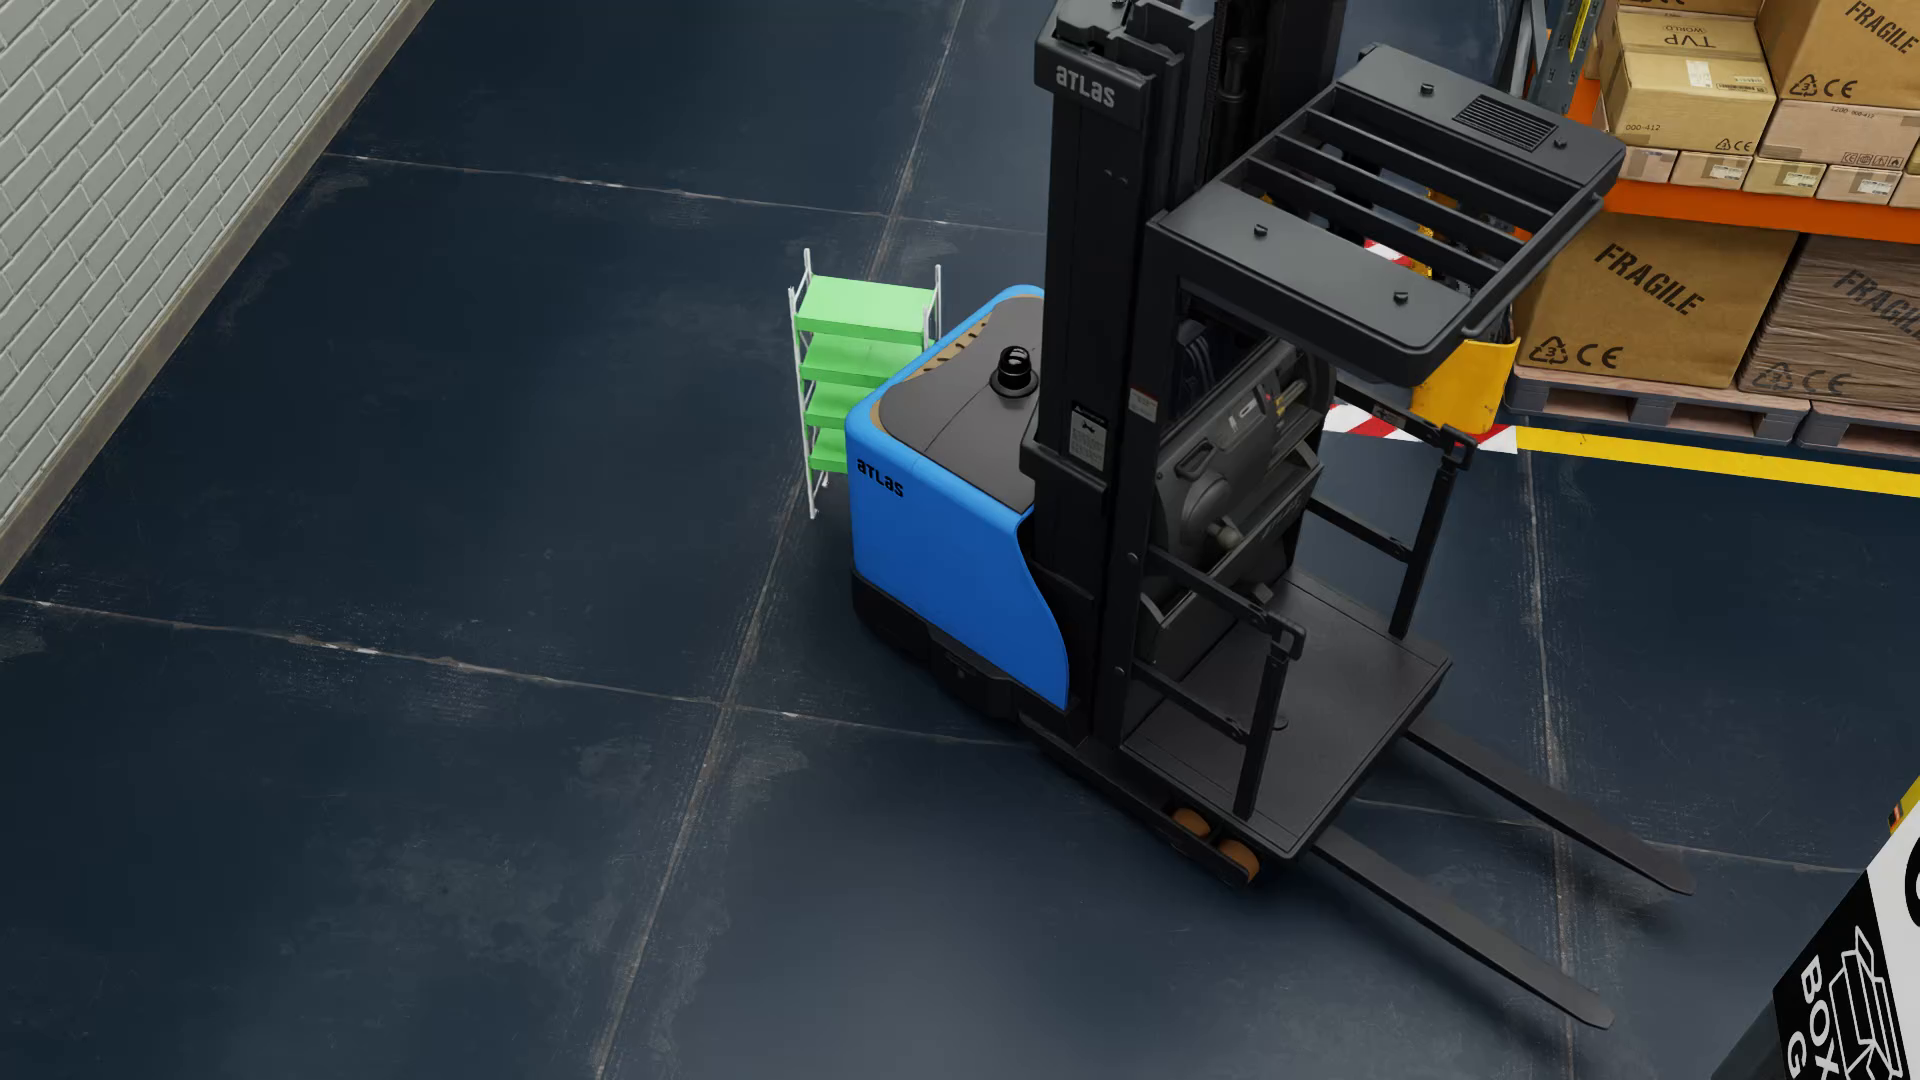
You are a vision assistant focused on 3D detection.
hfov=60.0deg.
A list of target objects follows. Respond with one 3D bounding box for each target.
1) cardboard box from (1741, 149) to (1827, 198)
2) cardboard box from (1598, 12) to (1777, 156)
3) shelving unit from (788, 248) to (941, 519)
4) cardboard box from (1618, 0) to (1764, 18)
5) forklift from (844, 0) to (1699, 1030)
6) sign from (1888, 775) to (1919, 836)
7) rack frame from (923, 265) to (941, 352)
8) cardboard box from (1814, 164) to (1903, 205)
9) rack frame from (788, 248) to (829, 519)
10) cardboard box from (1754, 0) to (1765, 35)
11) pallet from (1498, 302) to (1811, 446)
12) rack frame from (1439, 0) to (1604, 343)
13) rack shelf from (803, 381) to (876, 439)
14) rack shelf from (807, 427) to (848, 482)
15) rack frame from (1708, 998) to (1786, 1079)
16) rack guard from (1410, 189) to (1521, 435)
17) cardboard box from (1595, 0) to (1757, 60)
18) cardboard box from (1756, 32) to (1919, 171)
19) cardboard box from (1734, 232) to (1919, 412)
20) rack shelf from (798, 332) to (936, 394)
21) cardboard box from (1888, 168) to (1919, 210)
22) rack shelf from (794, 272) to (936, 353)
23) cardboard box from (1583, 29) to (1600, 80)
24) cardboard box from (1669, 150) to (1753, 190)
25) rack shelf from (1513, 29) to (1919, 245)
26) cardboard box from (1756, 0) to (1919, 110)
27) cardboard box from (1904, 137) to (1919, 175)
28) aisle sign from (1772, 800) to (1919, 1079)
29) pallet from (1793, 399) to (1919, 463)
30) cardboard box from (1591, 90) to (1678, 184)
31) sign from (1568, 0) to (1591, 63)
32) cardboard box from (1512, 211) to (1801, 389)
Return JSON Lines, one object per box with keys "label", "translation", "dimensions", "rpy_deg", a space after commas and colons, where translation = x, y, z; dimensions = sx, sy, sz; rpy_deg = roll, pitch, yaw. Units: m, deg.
{"label": "cardboard box", "translation": [3.032, -1.454, 6.180], "dimensions": [0.250, 0.149, 0.380], "rpy_deg": [7, 48, 6]}
{"label": "cardboard box", "translation": [2.661, -1.681, 6.116], "dimensions": [0.500, 0.250, 0.500], "rpy_deg": [7, 48, 6]}
{"label": "shelving unit", "translation": [-0.340, -0.539, 6.400], "dimensions": [0.503, 1.200, 0.258], "rpy_deg": [8, 49, 7]}
{"label": "cardboard box", "translation": [2.762, -2.320, 6.187], "dimensions": [0.500, 0.500, 0.500], "rpy_deg": [8, 49, 7]}
{"label": "forklift", "translation": [1.038, -0.250, 4.976], "dimensions": [3.031, 2.935, 1.130], "rpy_deg": [32, 56, 26]}
{"label": "sign", "translation": [1.437, 0.361, 2.435], "dimensions": [0.005, 0.325, 0.100], "rpy_deg": [8, 49, 7]}
{"label": "rack frame", "translation": [-0.101, -0.504, 6.368], "dimensions": [0.015, 1.200, 0.240], "rpy_deg": [8, 49, 7]}
{"label": "cardboard box", "translation": [3.288, -1.420, 6.150], "dimensions": [0.250, 0.149, 0.380], "rpy_deg": [7, 48, 6]}
{"label": "rack frame", "translation": [-0.580, -0.574, 6.431], "dimensions": [0.015, 1.200, 0.240], "rpy_deg": [8, 49, 7]}
{"label": "cardboard box", "translation": [3.259, -2.004, 6.407], "dimensions": [0.500, 0.250, 0.500], "rpy_deg": [7, 48, 6]}
{"label": "pallet", "translation": [3.037, -0.912, 7.400], "dimensions": [1.213, 0.211, 1.003], "rpy_deg": [8, 49, 7]}
{"label": "rack frame", "translation": [2.236, -1.893, 6.406], "dimensions": [0.127, 3.000, 1.000], "rpy_deg": [8, 49, 7]}
{"label": "rack shelf", "translation": [-0.340, -0.496, 6.447], "dimensions": [0.480, 0.148, 0.258], "rpy_deg": [8, 49, 7]}
{"label": "rack shelf", "translation": [-0.340, -0.336, 6.626], "dimensions": [0.480, 0.148, 0.258], "rpy_deg": [8, 49, 7]}
{"label": "rack frame", "translation": [1.356, 1.731, 3.150], "dimensions": [0.053, 2.616, 0.949], "rpy_deg": [8, 49, 7]}
{"label": "rack guard", "translation": [2.213, -1.060, 7.339], "dimensions": [0.348, 0.500, 1.175], "rpy_deg": [8, 49, 7]}
{"label": "cardboard box", "translation": [2.760, -2.072, 6.468], "dimensions": [0.500, 0.250, 0.500], "rpy_deg": [7, 48, 6]}
{"label": "cardboard box", "translation": [3.173, -1.617, 6.059], "dimensions": [0.500, 0.250, 0.500], "rpy_deg": [7, 48, 6]}
{"label": "cardboard box", "translation": [3.776, -1.176, 6.908], "dimensions": [0.875, 0.875, 0.875], "rpy_deg": [8, 49, 7]}
{"label": "rack shelf", "translation": [-0.340, -0.657, 6.269], "dimensions": [0.480, 0.148, 0.258], "rpy_deg": [8, 49, 7]}
{"label": "cardboard box", "translation": [3.538, -1.385, 6.119], "dimensions": [0.250, 0.149, 0.380], "rpy_deg": [7, 48, 6]}
{"label": "rack shelf", "translation": [-0.340, -0.817, 6.090], "dimensions": [0.480, 0.148, 0.258], "rpy_deg": [8, 49, 7]}
{"label": "cardboard box", "translation": [2.645, -2.002, 6.674], "dimensions": [0.250, 0.149, 0.380], "rpy_deg": [9, 49, 8]}
{"label": "cardboard box", "translation": [2.780, -1.487, 6.211], "dimensions": [0.250, 0.149, 0.380], "rpy_deg": [7, 48, 6]}
{"label": "rack shelf", "translation": [4.204, -1.387, 6.436], "dimensions": [4.000, 0.370, 1.077], "rpy_deg": [8, 49, 7]}
{"label": "cardboard box", "translation": [3.153, -1.865, 5.778], "dimensions": [0.500, 0.500, 0.500], "rpy_deg": [7, 48, 6]}
{"label": "cardboard box", "translation": [3.667, -1.548, 5.997], "dimensions": [0.500, 0.250, 0.500], "rpy_deg": [6, 48, 6]}
{"label": "aisle sign", "translation": [1.337, 0.640, 2.383], "dimensions": [0.004, 0.787, 0.394], "rpy_deg": [8, 49, 7]}
{"label": "pallet", "translation": [4.234, -0.749, 7.253], "dimensions": [1.213, 0.211, 1.003], "rpy_deg": [8, 49, 7]}
{"label": "cardboard box", "translation": [2.527, -1.520, 6.240], "dimensions": [0.250, 0.149, 0.380], "rpy_deg": [8, 49, 7]}
{"label": "sign", "translation": [2.132, -1.803, 5.690], "dimensions": [0.005, 0.325, 0.100], "rpy_deg": [8, 49, 7]}
{"label": "cardboard box", "translation": [2.880, -1.297, 7.017], "dimensions": [0.875, 0.875, 0.875], "rpy_deg": [8, 49, 7]}
